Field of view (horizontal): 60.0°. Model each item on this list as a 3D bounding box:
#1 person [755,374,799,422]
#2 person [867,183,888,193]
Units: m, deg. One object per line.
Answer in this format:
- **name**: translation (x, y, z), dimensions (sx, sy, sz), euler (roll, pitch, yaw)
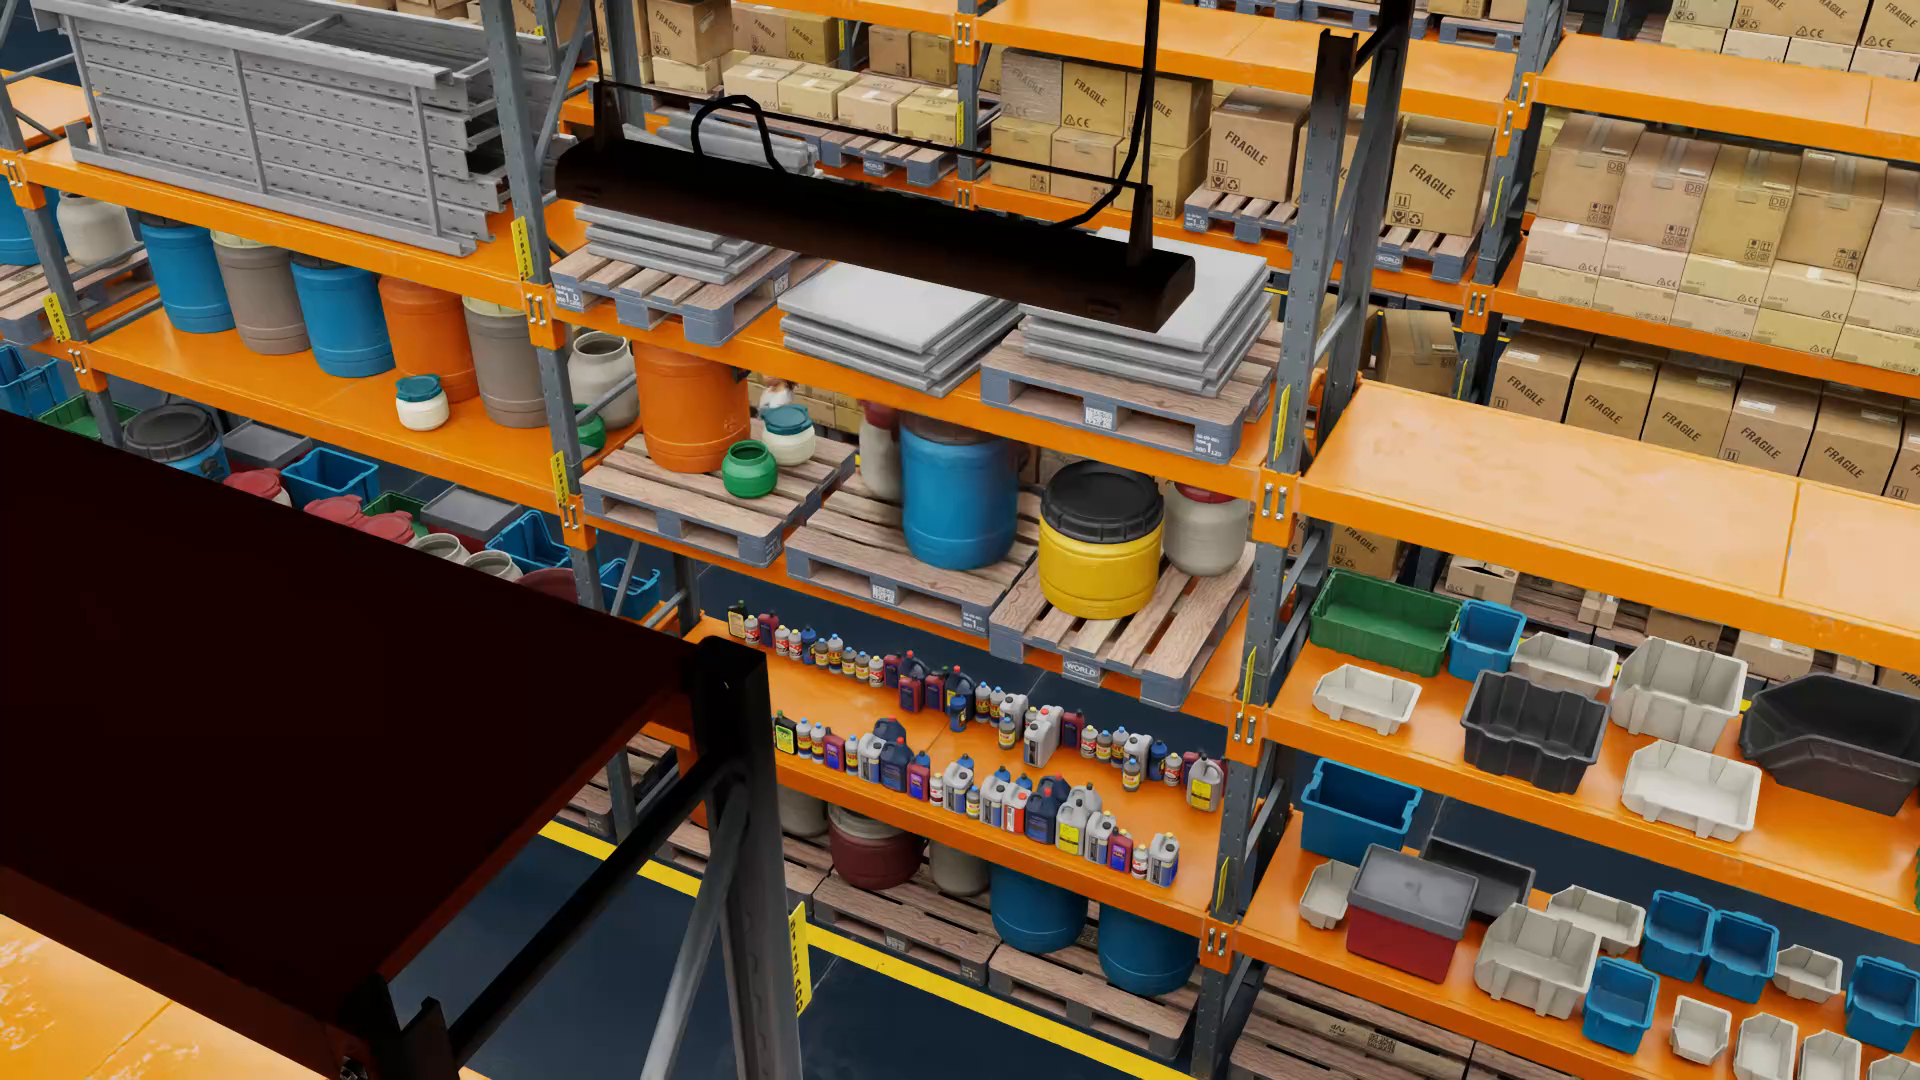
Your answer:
- **person**: translation (-1.634, -0.774, 13.552), dimensions (0.762, 1.663, 0.469), euler (1, 35, 2)
- **person**: translation (-0.868, -2.909, 16.551), dimensions (0.481, 1.676, 0.528), euler (22, 41, 28)
